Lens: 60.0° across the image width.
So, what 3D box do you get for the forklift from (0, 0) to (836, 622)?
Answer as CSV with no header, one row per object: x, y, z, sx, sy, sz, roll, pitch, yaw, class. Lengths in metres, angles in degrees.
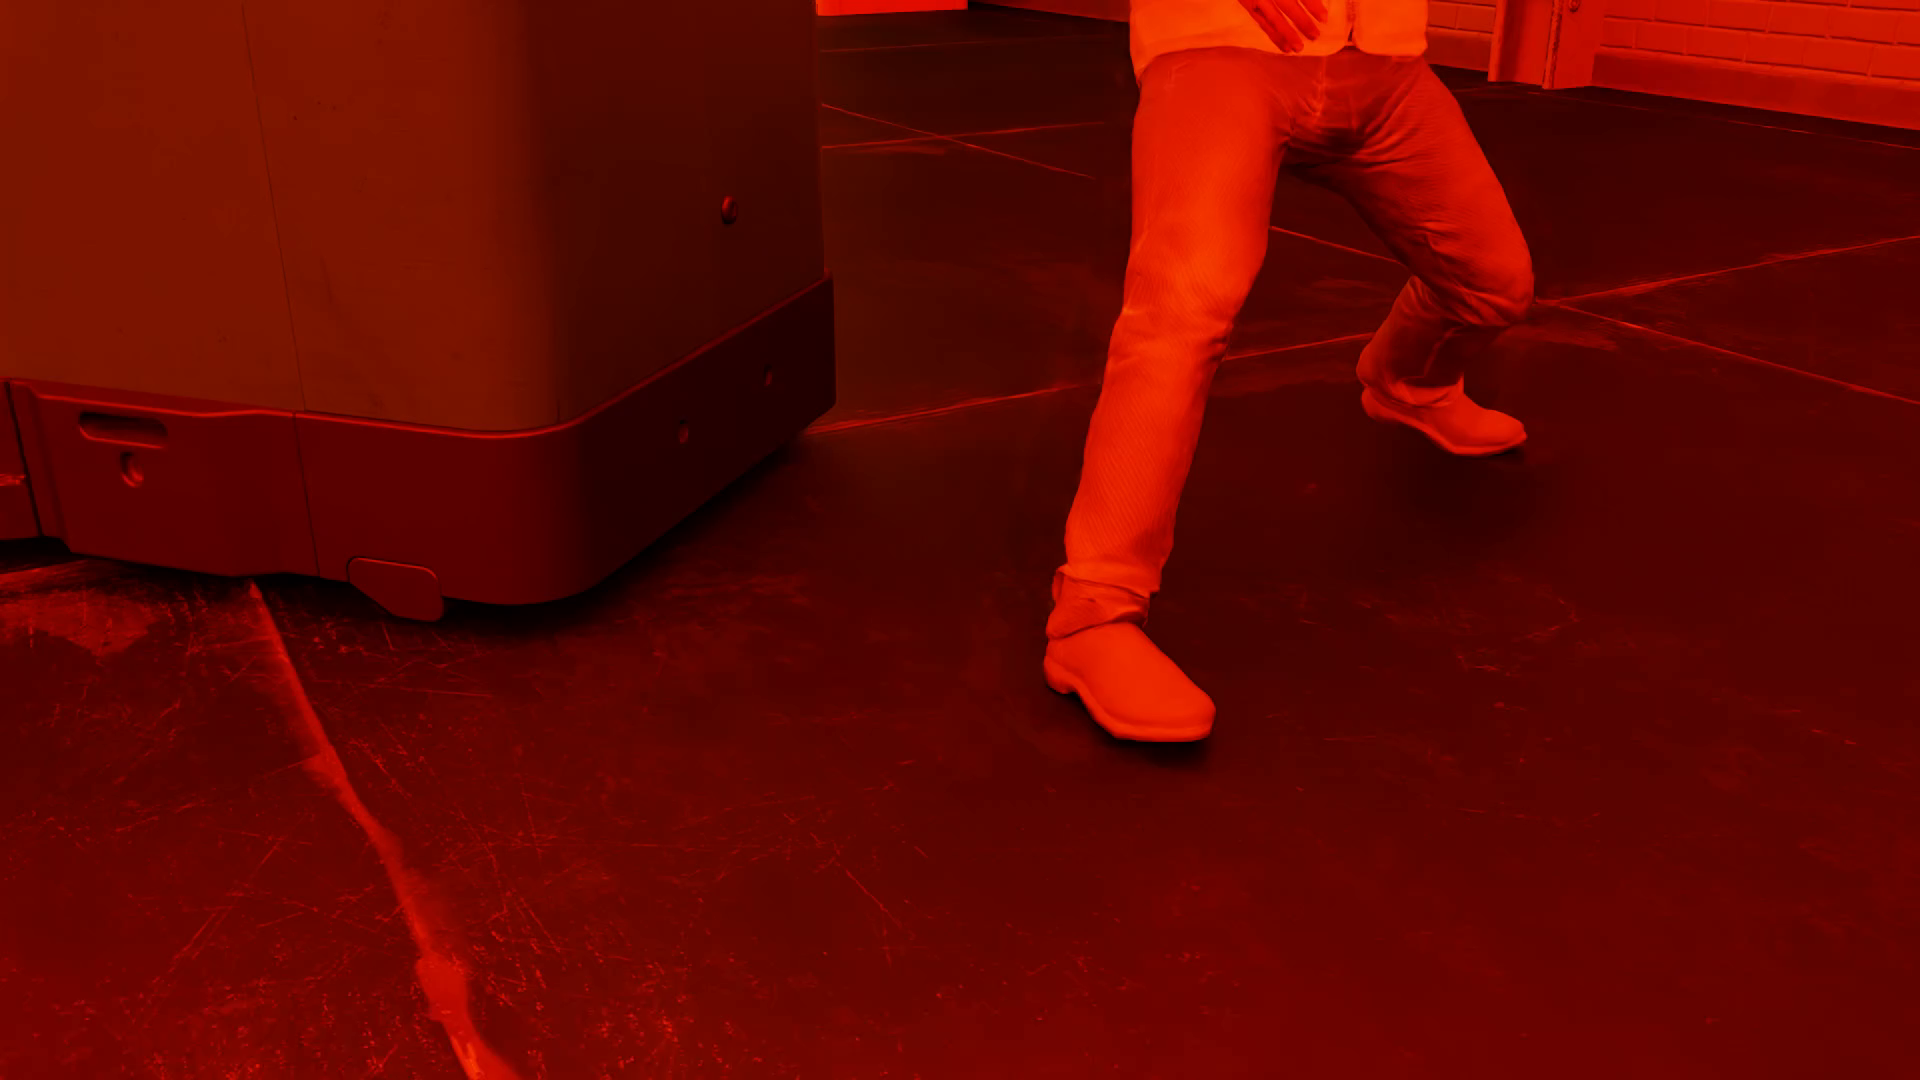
-1.803,-1.561,2.578,3.031,2.935,1.130,7,23,17,forklift

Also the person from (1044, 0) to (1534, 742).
0.575,-0.701,2.273,1.217,1.575,0.936,-10,24,-23,person
